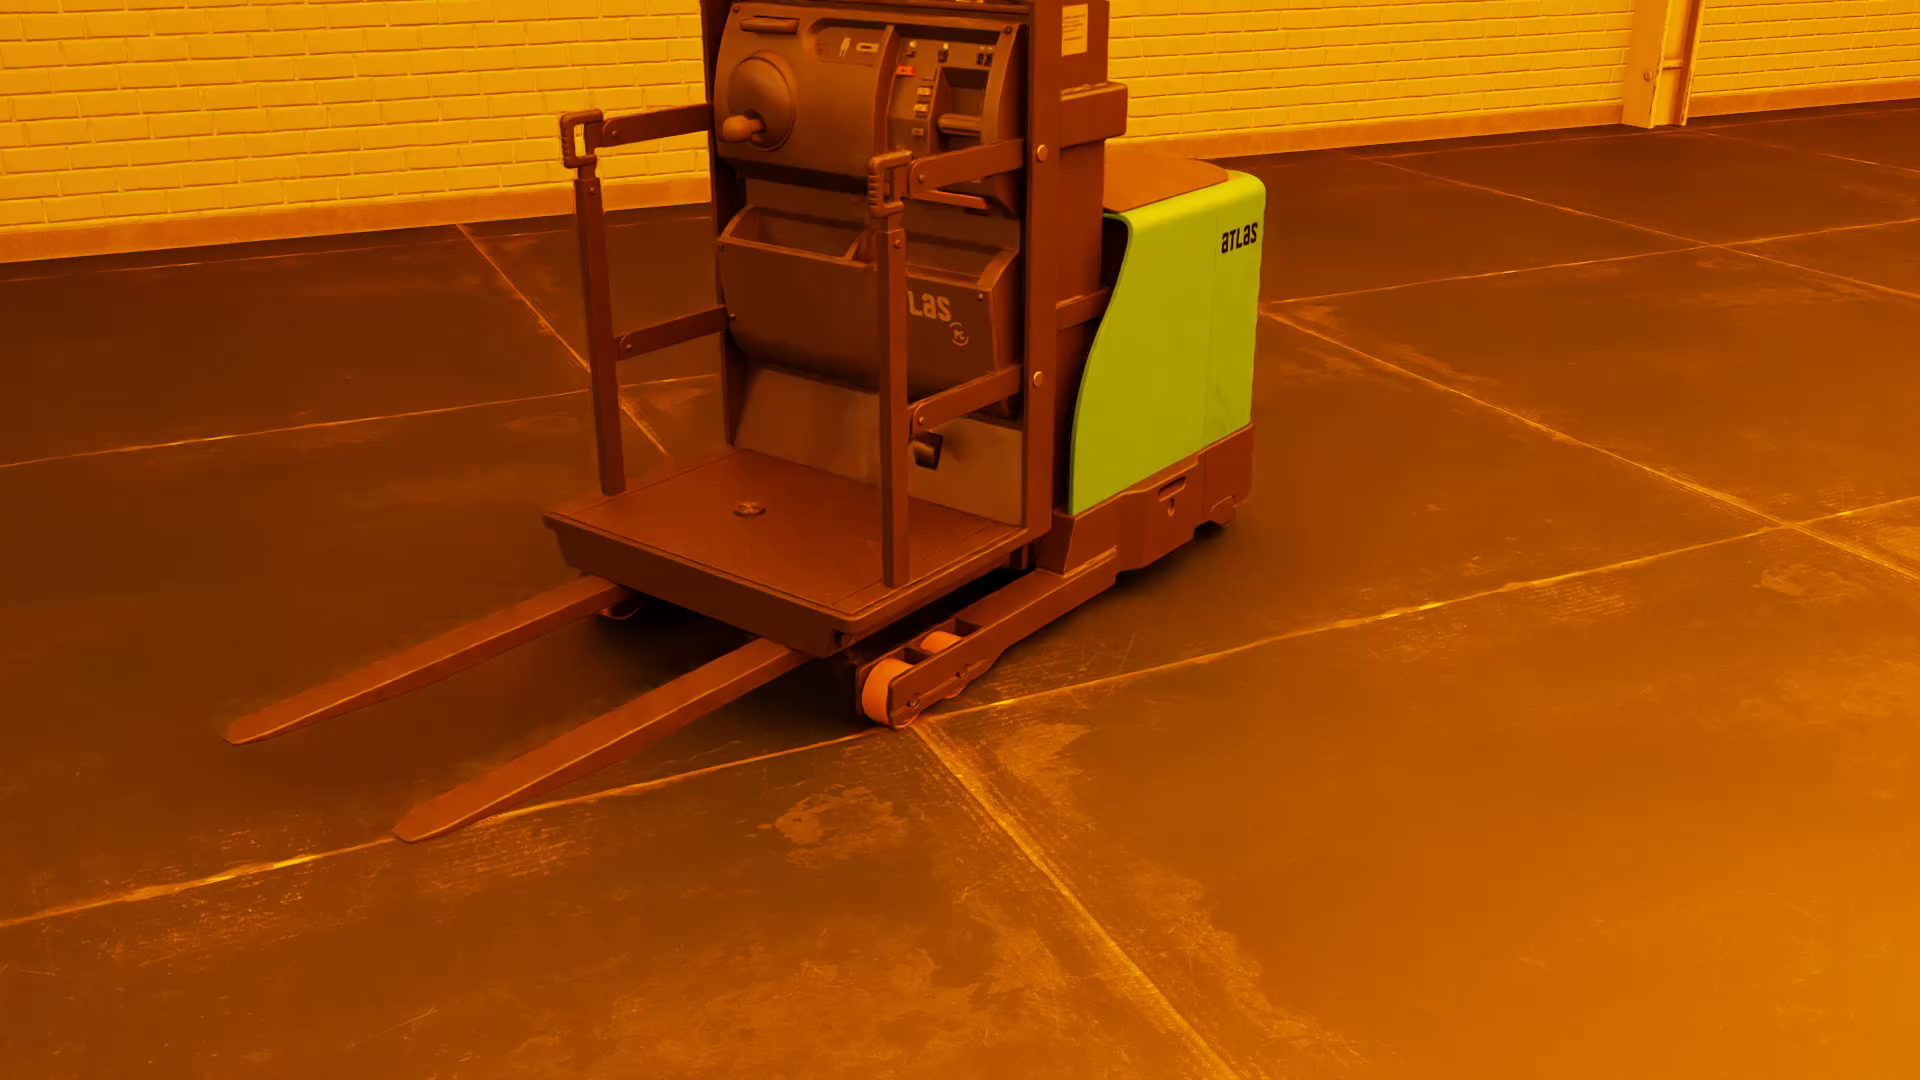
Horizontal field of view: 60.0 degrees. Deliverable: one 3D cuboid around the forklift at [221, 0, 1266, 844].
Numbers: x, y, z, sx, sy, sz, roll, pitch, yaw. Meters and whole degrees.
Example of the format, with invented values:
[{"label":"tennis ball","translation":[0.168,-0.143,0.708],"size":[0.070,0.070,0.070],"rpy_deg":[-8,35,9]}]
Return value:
[{"label":"forklift","translation":[-0.380,-1.113,3.965],"size":[1.130,2.935,3.031],"rpy_deg":[17,28,34]}]
